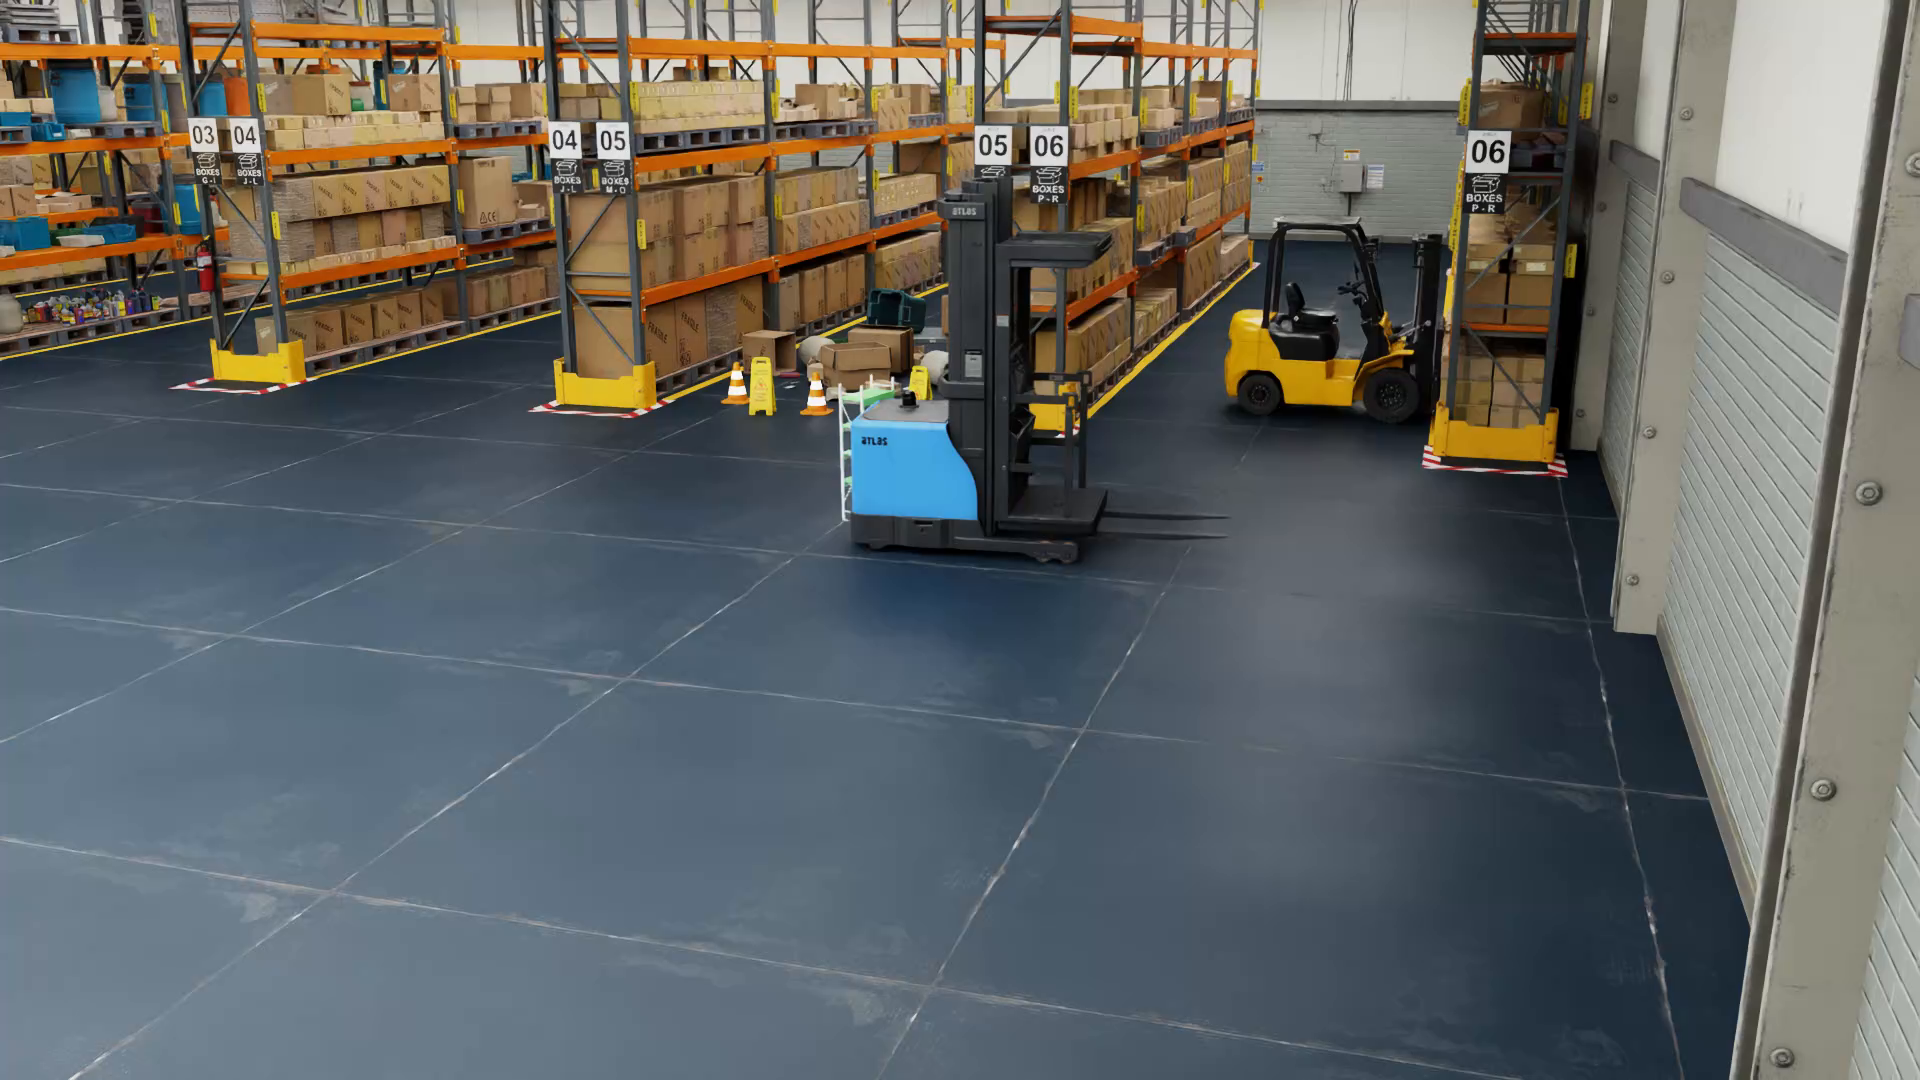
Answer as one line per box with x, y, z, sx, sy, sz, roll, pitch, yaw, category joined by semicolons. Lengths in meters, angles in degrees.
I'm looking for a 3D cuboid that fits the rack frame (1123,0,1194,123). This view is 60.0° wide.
2.918;-7.668;24.372;1.000;3.000;0.127;5;16;16;rack frame

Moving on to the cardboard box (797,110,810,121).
-2.345;-6.011;23.537;0.380;0.149;0.250;5;16;16;cardboard box

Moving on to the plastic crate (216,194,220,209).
-12.084;-5.566;27.839;0.402;0.464;0.583;5;16;16;plastic crate

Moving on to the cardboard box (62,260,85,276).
-16.139;-4.907;29.902;0.500;0.250;0.500;4;16;15;cardboard box

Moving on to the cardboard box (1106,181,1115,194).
1.880;-4.760;22.428;0.380;0.149;0.250;4;16;14;cardboard box

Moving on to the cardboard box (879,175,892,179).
-1.421;-6.345;29.304;0.380;0.149;0.250;5;17;16;cardboard box

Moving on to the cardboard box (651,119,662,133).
-3.653;-4.750;19.090;0.380;0.149;0.250;5;17;16;cardboard box

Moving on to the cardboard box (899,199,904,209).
-1.161;-5.669;28.009;0.380;0.149;0.250;5;17;17;cardboard box

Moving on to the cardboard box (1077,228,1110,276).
1.470;-3.385;19.539;0.500;0.500;0.500;4;16;15;cardboard box

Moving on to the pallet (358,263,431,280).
-10.799;-5.120;31.495;1.003;0.211;1.213;5;16;16;pallet

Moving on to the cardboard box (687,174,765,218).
-3.131;-4.590;22.263;0.875;0.550;0.550;5;16;16;cardboard box

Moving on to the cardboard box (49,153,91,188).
-19.524;-8.034;36.107;0.980;0.700;0.700;5;17;17;cardboard box

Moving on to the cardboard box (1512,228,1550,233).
6.172;-3.282;17.986;0.380;0.149;0.250;5;17;16;cardboard box

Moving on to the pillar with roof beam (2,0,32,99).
-16.197;-10.552;34.539;9.100;9.000;0.400;5;16;16;pillar with roof beam

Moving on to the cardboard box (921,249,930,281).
-0.835;-4.838;29.200;0.500;0.500;0.500;4;16;15;cardboard box

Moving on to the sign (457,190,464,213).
-7.197;-4.880;23.951;0.100;0.325;0.005;5;16;16;sign

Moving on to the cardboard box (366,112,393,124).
-7.885;-5.688;22.433;0.380;0.149;0.250;5;17;18;cardboard box

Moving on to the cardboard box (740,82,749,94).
-2.935;-5.796;21.318;0.380;0.149;0.250;5;16;16;cardboard box

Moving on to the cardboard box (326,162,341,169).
-13.964;-8.056;36.552;0.500;0.500;0.500;5;17;16;cardboard box

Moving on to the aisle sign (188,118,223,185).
-9.162;-4.715;20.191;0.394;0.787;0.004;5;16;16;aisle sign

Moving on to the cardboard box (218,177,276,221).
-8.937;-4.292;20.905;0.500;0.500;0.500;5;16;16;cardboard box

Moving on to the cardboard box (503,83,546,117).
-6.769;-6.874;25.972;0.500;0.500;0.500;5;17;17;cardboard box

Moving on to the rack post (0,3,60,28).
-13.085;-7.200;22.863;0.937;0.300;0.954;4;16;15;rack post

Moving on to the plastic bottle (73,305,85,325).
-12.709;-3.254;23.977;0.061;0.283;0.133;5;17;17;plastic bottle

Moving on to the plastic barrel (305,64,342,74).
-11.168;-7.934;29.252;0.600;0.830;0.708;5;16;16;plastic barrel

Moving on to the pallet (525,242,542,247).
-9.330;-6.473;36.264;1.003;0.211;1.213;5;16;16;pallet

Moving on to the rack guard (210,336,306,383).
-8.835;-2.275;20.932;1.175;0.500;0.348;5;16;16;rack guard

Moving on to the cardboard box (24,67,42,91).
-19.719;-9.932;35.798;0.500;0.500;0.500;4;16;15;cardboard box

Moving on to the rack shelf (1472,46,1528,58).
9.384;-8.506;28.651;1.077;0.370;4.000;5;16;16;rack shelf

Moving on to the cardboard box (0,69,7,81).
-20.069;-9.593;34.291;0.500;0.250;0.500;6;17;20;cardboard box

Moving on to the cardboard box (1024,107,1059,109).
0.920;-4.831;18.866;0.380;0.149;0.250;4;16;14;cardboard box

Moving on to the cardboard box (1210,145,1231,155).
4.613;-6.931;29.563;0.380;0.149;0.250;5;16;15;cardboard box

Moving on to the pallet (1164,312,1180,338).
2.695;-3.236;24.851;1.003;0.211;1.213;5;16;16;pallet

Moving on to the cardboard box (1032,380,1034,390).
0.623;-1.807;18.971;0.500;0.250;0.500;5;16;16;cardboard box

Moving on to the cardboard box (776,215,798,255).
-2.586;-4.257;23.159;0.500;0.500;0.500;5;17;16;cardboard box

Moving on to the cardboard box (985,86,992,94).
0.397;-8.724;32.221;0.380;0.149;0.250;5;17;17;cardboard box

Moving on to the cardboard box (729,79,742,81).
-4.782;-8.967;33.315;0.700;0.500;0.500;3;16;12;cardboard box

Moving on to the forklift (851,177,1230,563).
0.679;-1.384;13.337;3.031;2.935;1.130;3;16;10;forklift

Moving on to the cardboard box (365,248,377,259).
-8.084;-3.853;22.377;0.380;0.149;0.250;5;16;16;cardboard box

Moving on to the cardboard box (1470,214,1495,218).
6.167;-3.794;19.792;0.380;0.149;0.250;5;17;17;cardboard box

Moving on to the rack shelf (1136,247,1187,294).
2.350;-3.912;23.444;1.077;0.370;4.000;5;16;16;rack shelf

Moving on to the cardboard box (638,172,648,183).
-5.988;-6.617;29.640;0.797;0.503;0.637;5;17;18;cardboard box

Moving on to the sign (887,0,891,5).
-1.235;-9.606;29.349;0.100;0.325;0.005;5;16;16;sign

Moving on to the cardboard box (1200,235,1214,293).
3.706;-4.603;27.684;0.875;0.875;0.875;5;17;17;cardboard box

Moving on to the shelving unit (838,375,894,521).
-0.797;-0.794;14.423;0.258;1.200;0.503;8;18;29;shelving unit

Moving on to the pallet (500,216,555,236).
-7.106;-4.937;26.089;1.003;0.211;1.213;5;16;16;pallet

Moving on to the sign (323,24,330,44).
-10.802;-8.624;28.336;0.100;0.325;0.005;5;16;16;sign

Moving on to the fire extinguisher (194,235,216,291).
-9.331;-3.426;20.552;0.296;0.674;0.183;5;16;16;fire extinguisher

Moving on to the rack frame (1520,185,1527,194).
8.815;-5.444;27.527;1.000;3.000;0.127;5;16;16;rack frame

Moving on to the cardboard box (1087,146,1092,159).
1.266;-4.351;18.637;0.380;0.149;0.250;4;16;14;cardboard box

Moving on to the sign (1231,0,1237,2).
4.579;-9.163;27.786;0.100;0.325;0.005;5;16;16;sign

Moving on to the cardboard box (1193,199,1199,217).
3.447;-5.199;26.019;0.500;0.250;0.500;5;17;17;cardboard box

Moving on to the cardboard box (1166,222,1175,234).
2.871;-4.475;23.802;0.380;0.149;0.250;5;17;17;cardboard box

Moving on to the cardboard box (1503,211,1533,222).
7.362;-4.254;21.958;0.380;0.149;0.250;5;17;17;cardboard box
